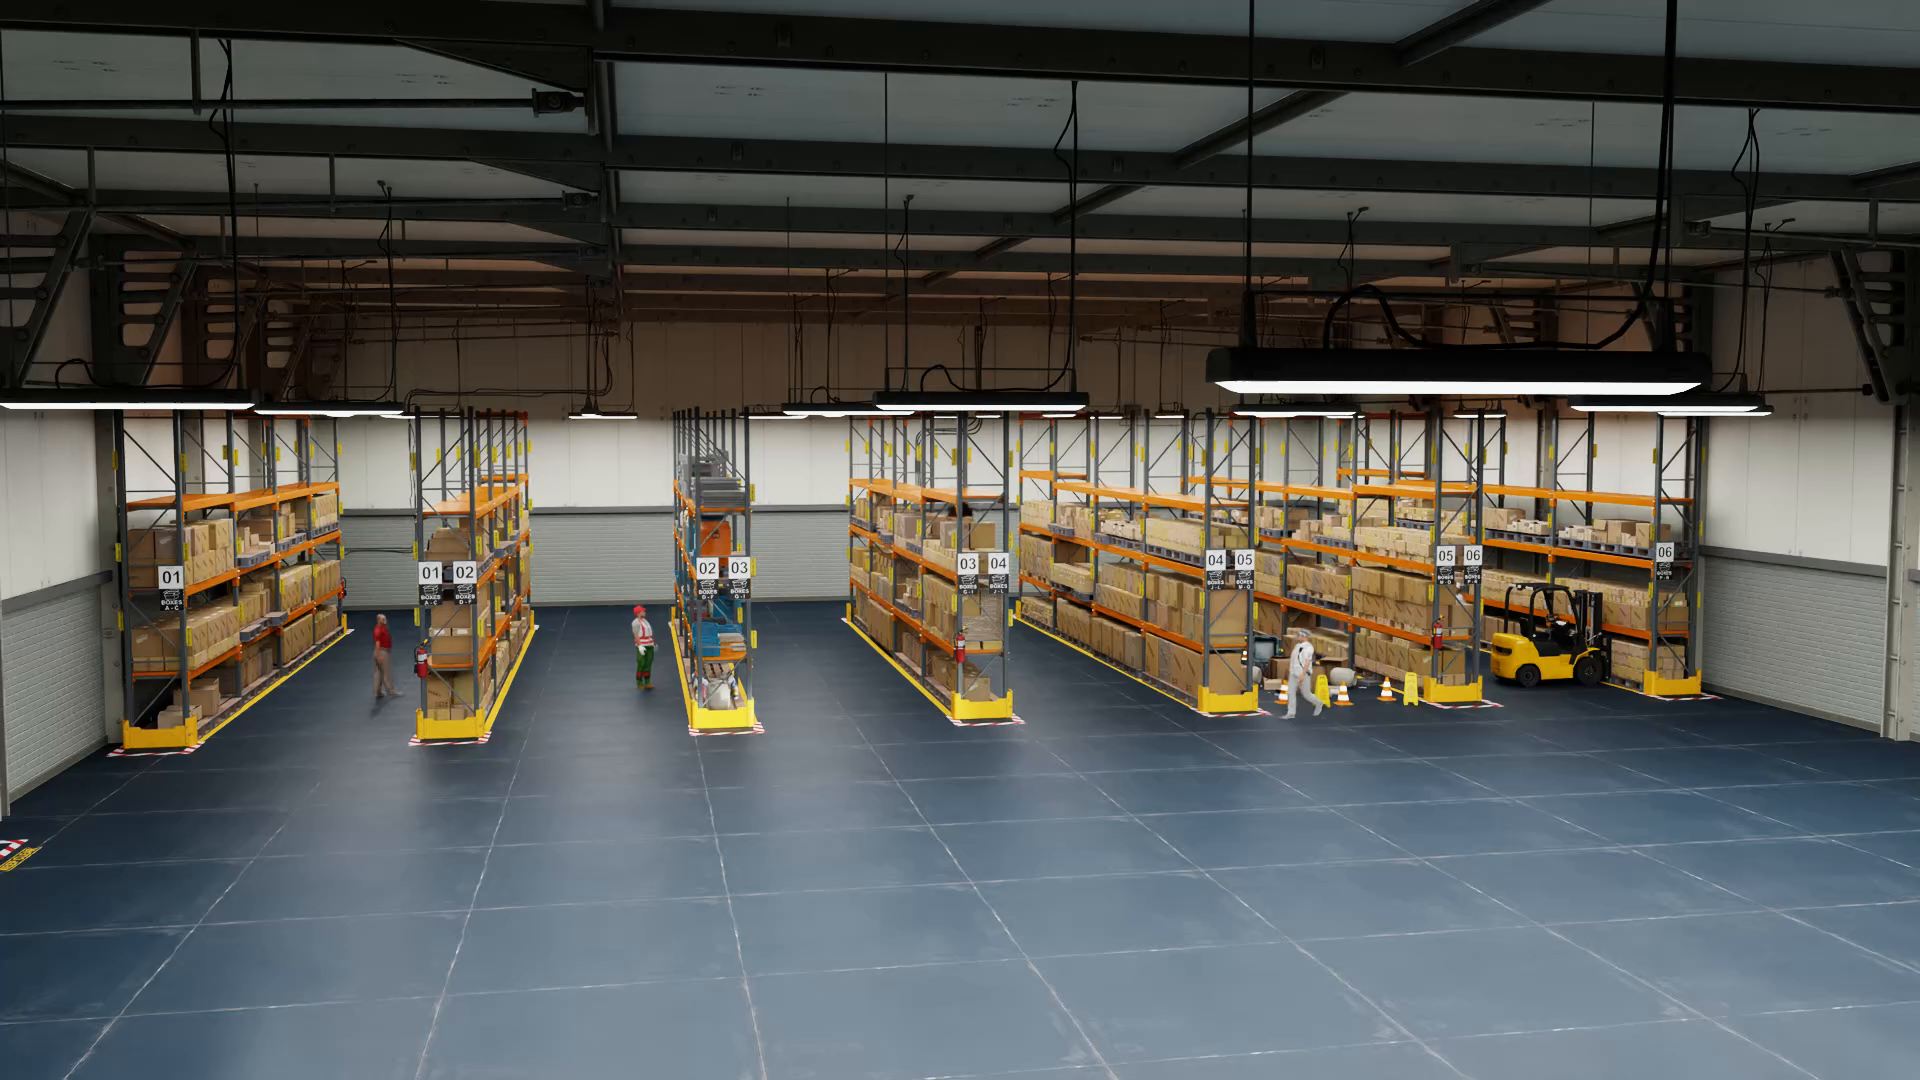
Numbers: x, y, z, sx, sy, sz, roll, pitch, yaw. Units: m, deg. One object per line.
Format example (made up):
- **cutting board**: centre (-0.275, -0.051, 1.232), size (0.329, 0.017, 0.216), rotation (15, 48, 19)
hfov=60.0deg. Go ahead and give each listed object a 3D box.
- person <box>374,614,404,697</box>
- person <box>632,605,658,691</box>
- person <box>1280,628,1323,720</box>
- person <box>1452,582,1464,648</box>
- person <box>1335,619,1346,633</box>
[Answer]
- **person**: centre (-11.931, 2.398, 34.649), size (0.573, 1.722, 0.557), rotation (-2, 4, -23)
- **person**: centre (-6.764, 2.311, 35.708), size (0.463, 1.822, 0.605), rotation (3, 5, 37)
- **person**: centre (6.594, 2.564, 31.999), size (0.866, 1.753, 0.500), rotation (-3, 5, -39)
- **person**: centre (12.150, 1.935, 40.908), size (0.478, 1.799, 0.604), rotation (1, 4, 20)
- **person**: centre (10.252, 1.688, 45.008), size (0.340, 1.671, 0.500), rotation (0, 4, -3)
